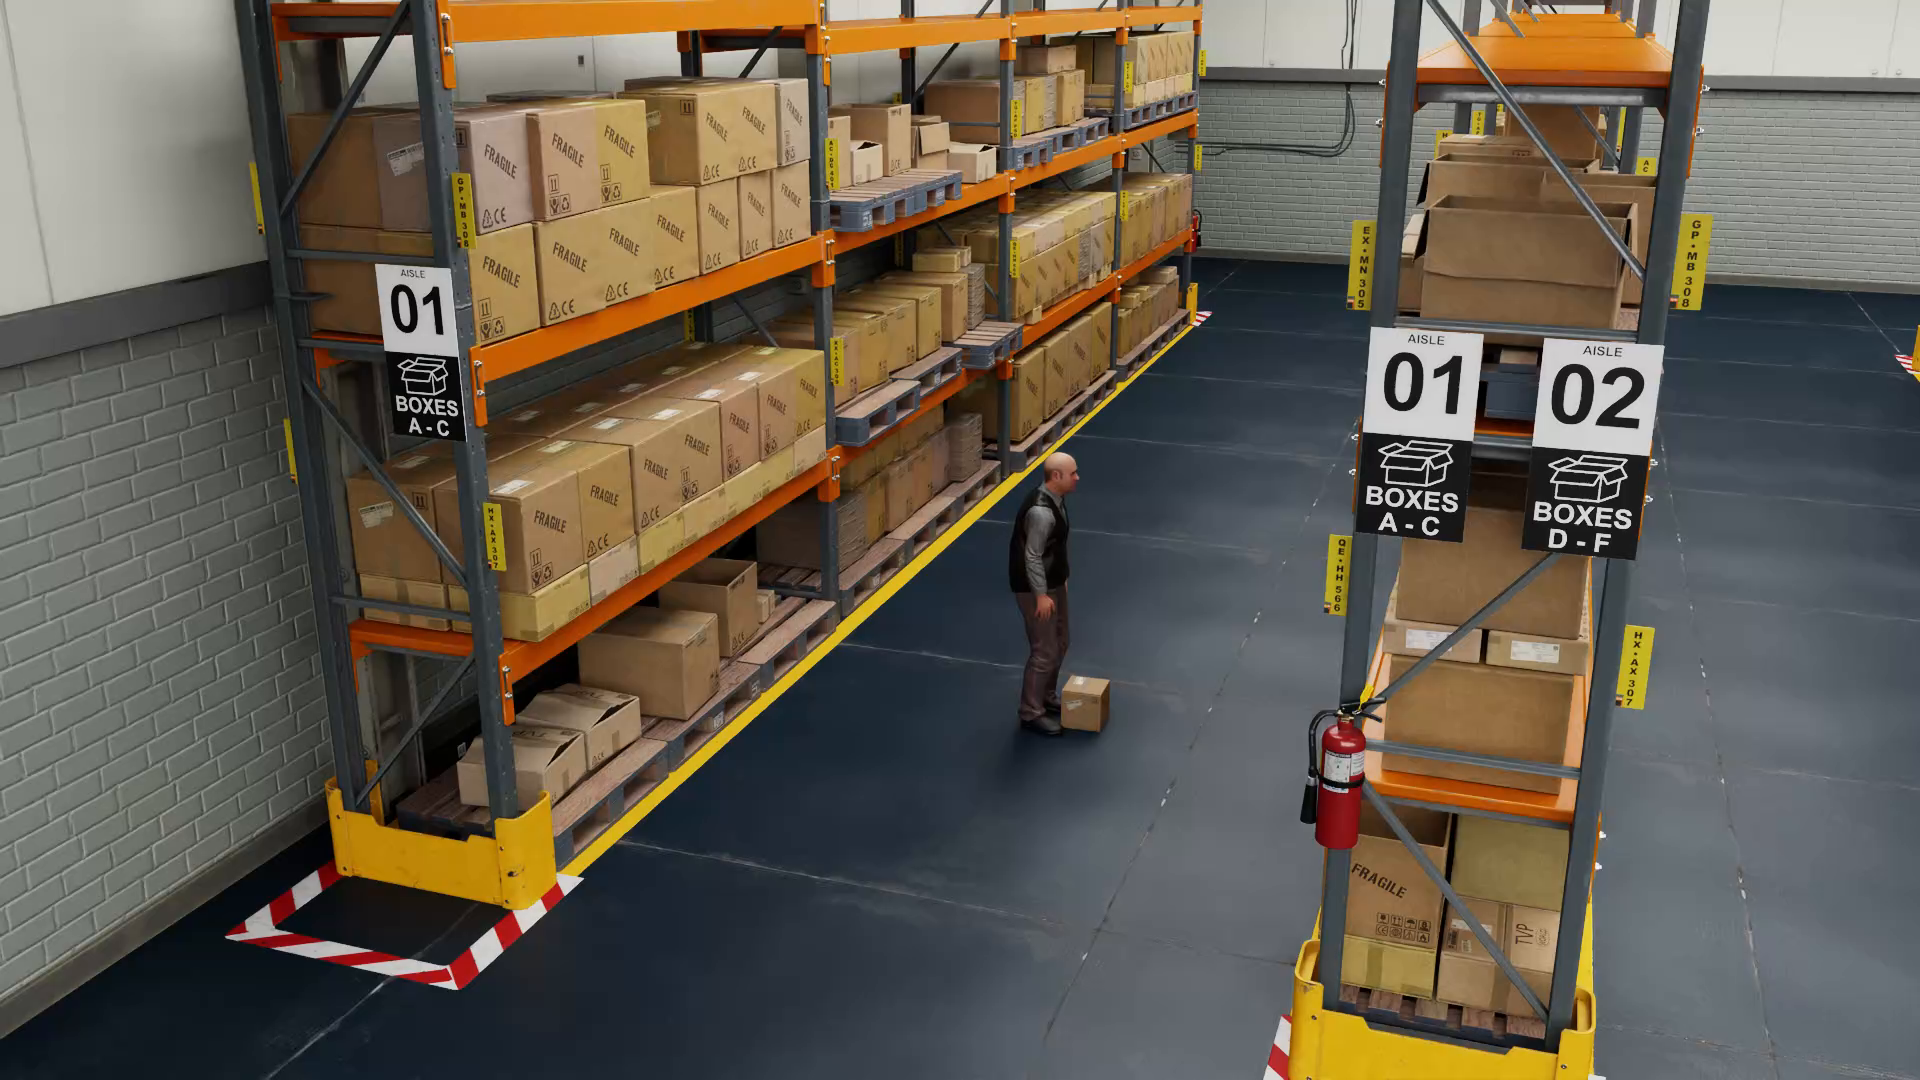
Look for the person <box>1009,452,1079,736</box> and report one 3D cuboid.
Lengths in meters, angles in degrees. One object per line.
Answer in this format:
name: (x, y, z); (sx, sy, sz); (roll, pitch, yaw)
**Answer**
person: (0.515, 0.294, 10.222); (0.422, 1.720, 0.591); (5, 19, 15)
